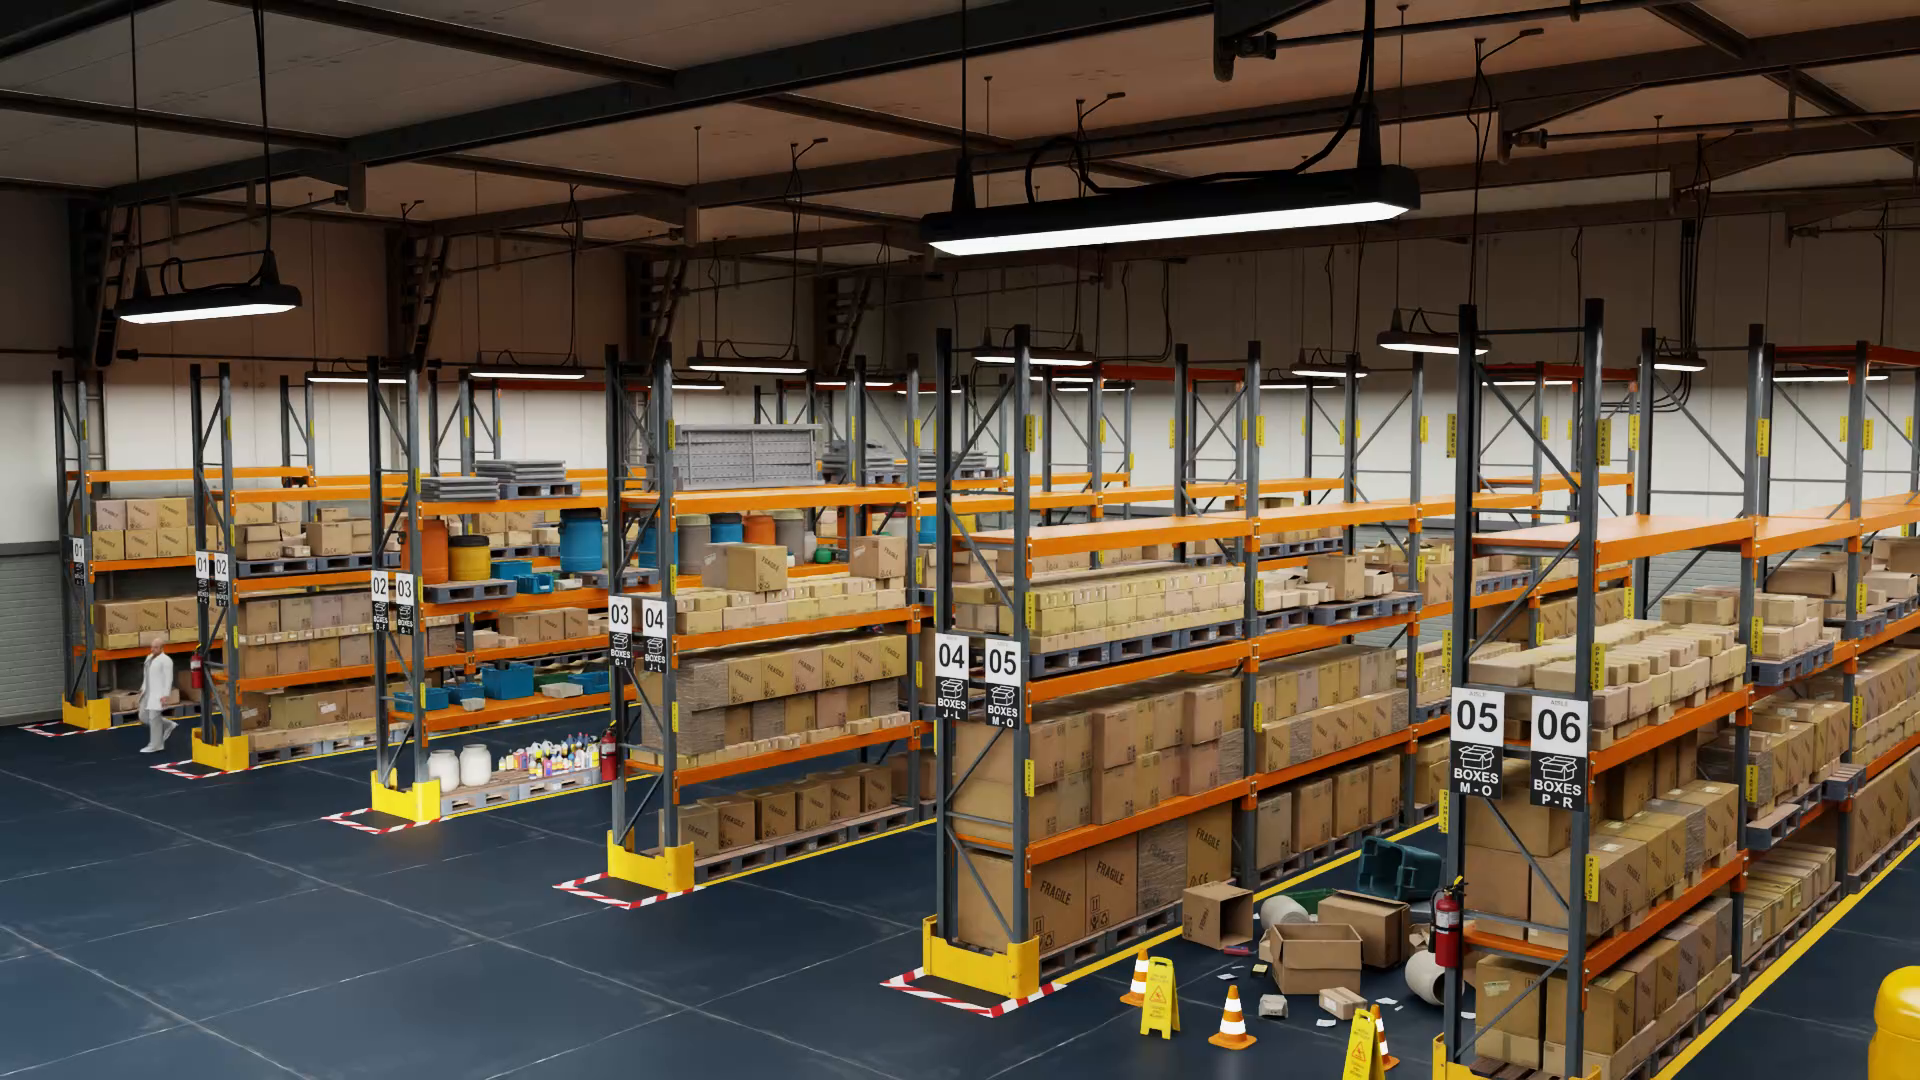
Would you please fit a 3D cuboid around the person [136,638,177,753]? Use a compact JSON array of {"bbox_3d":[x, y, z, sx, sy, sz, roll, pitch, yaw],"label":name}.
[{"bbox_3d":[-12.510,2.410,25.969,0.616,1.779,0.662,3,5,33],"label":"person"}]
